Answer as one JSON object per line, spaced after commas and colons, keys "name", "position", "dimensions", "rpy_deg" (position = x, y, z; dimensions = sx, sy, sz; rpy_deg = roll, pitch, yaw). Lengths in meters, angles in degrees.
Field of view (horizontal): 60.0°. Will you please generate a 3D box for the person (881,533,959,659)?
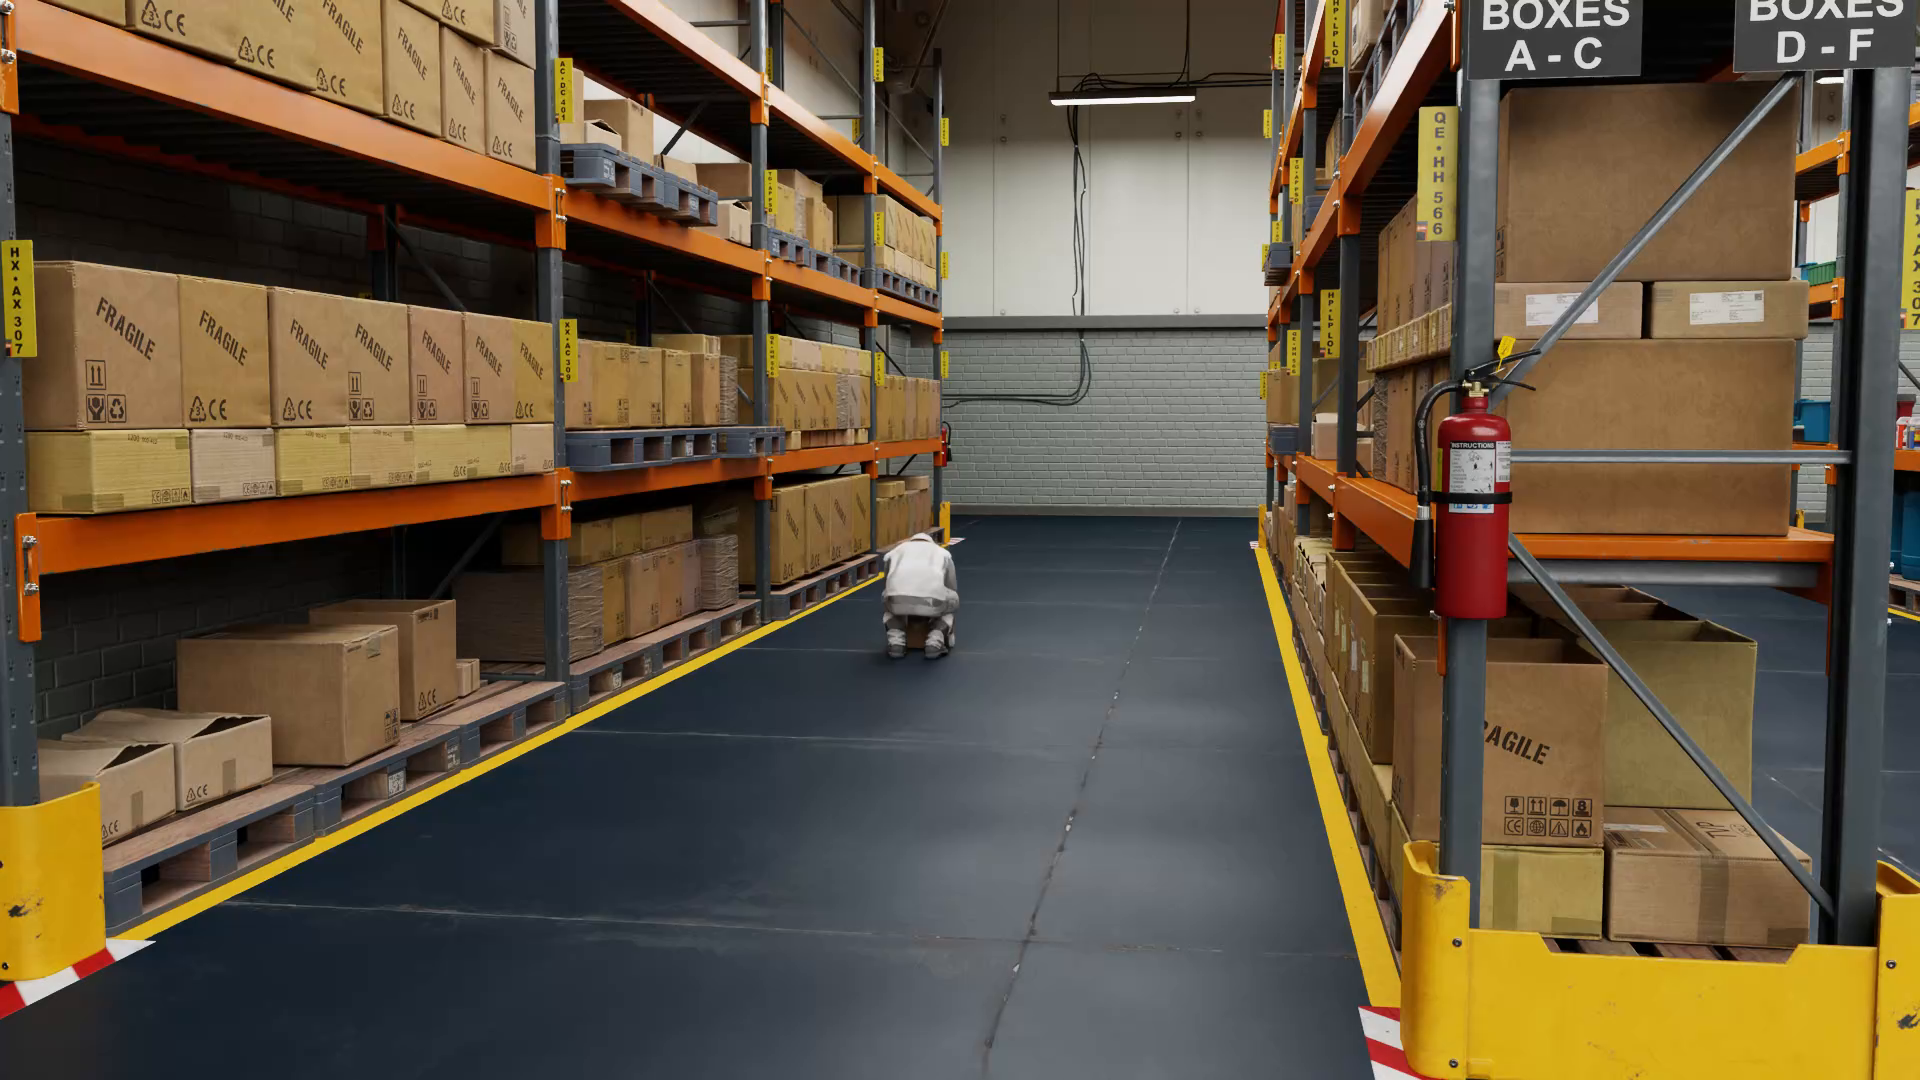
{"name": "person", "position": [-0.272, 0.415, 11.204], "dimensions": [0.538, 0.873, 0.926], "rpy_deg": [1, 4, 8]}
